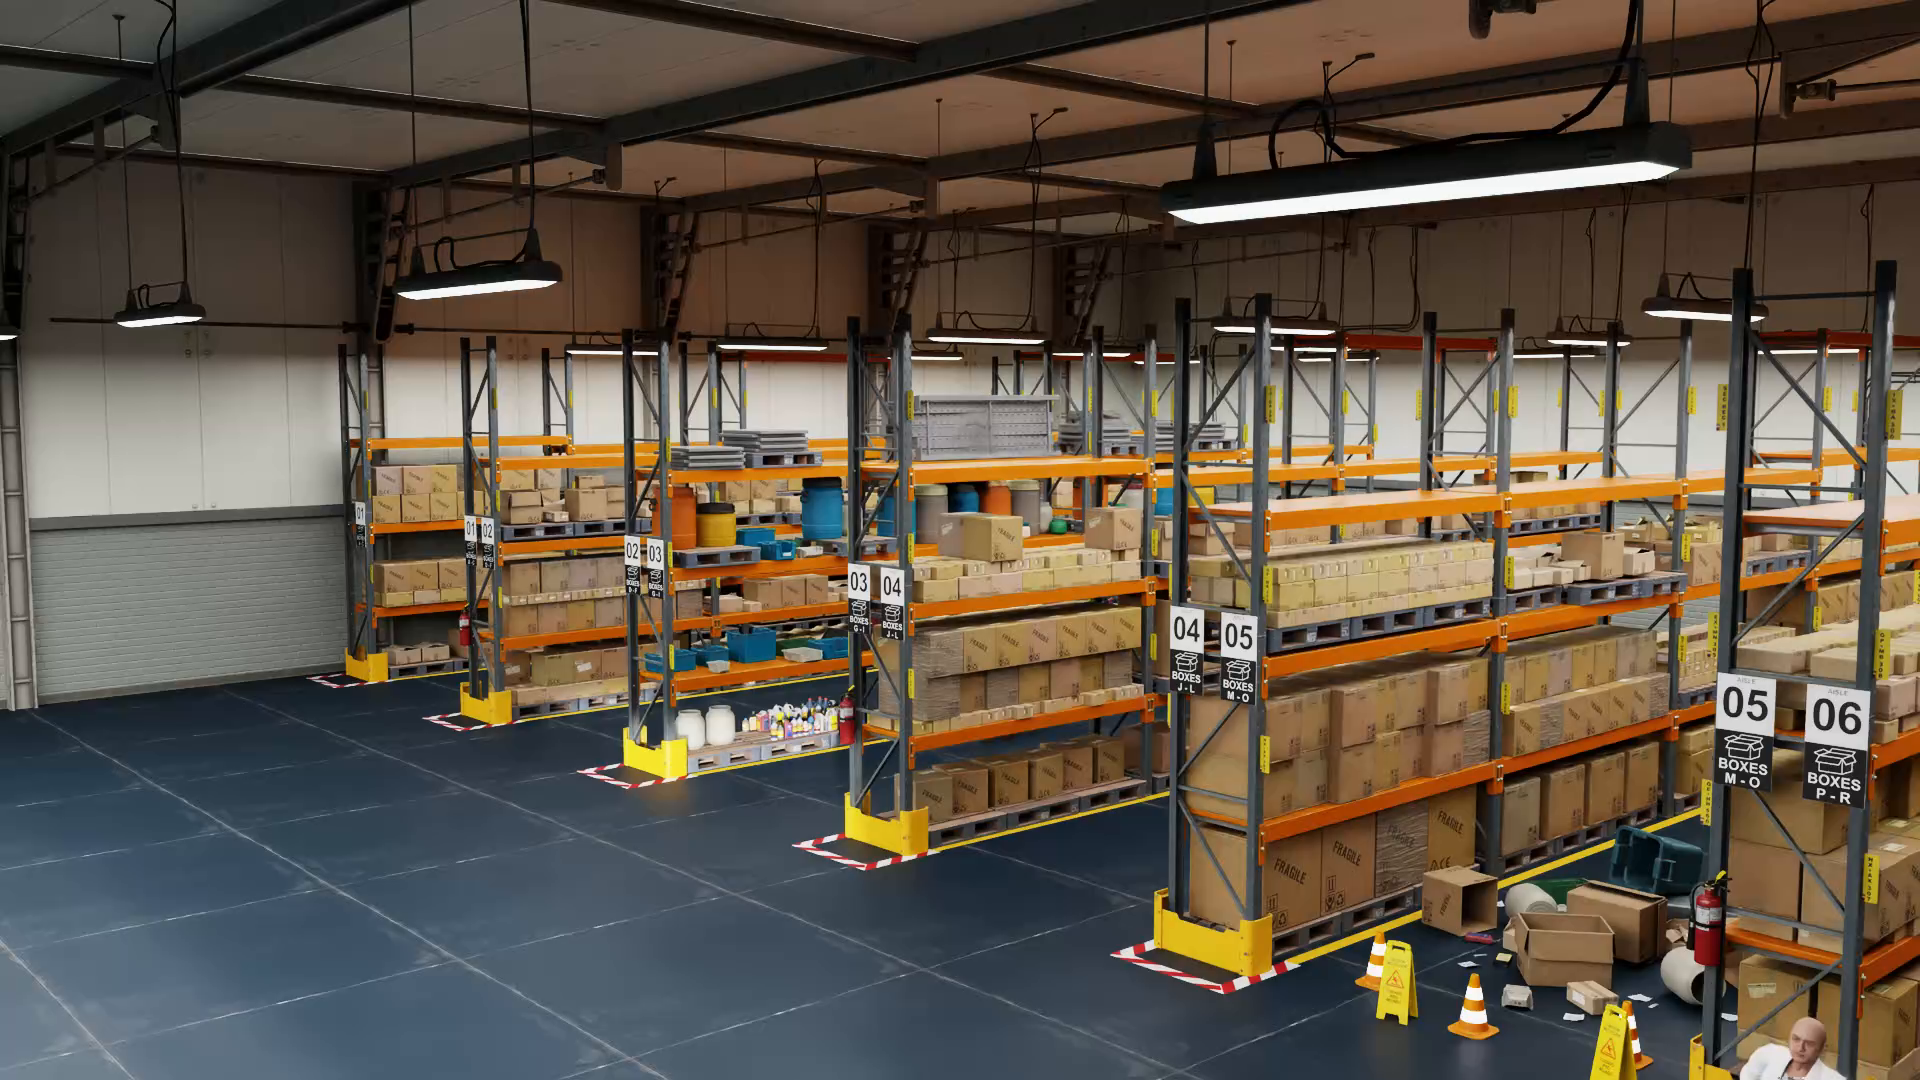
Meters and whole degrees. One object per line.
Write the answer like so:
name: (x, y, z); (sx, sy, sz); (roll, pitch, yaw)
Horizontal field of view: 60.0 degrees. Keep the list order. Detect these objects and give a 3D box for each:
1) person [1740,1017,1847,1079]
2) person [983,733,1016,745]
person: (4.693, 3.482, 9.313); (0.637, 1.726, 0.776); (-5, 7, -42)
person: (0.549, 2.207, 24.398); (0.599, 1.639, 0.793); (5, 7, 43)
